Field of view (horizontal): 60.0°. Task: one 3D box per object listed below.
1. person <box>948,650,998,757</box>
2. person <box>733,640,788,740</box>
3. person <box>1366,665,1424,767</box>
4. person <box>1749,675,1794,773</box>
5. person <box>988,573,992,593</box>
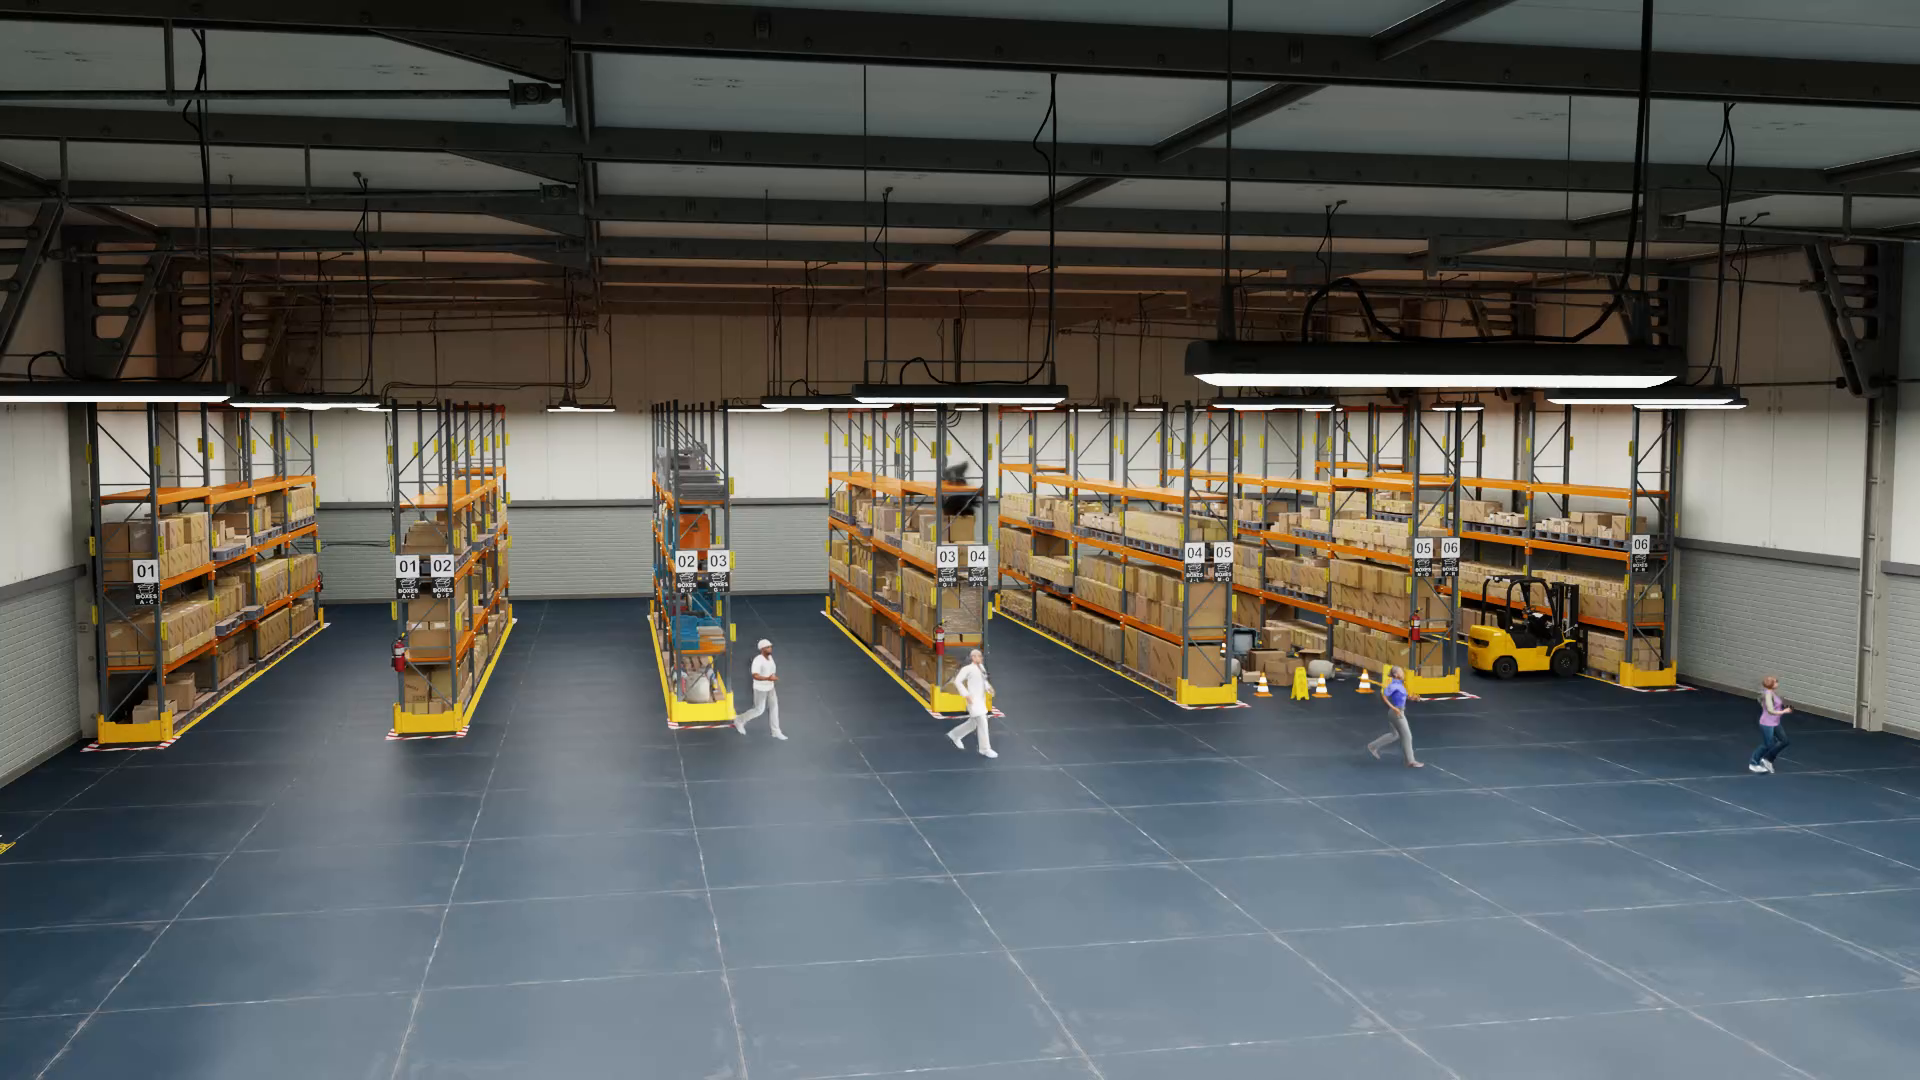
[{"bbox_3d":[0.216,2.733,28.032,0.979,1.793,0.717,2,5,25],"label":"person"},{"bbox_3d":[-3.496,2.632,29.324,0.975,1.773,0.710,2,5,21],"label":"person"},{"bbox_3d":[7.087,2.850,27.033,0.912,1.633,0.583,1,5,17],"label":"person"},{"bbox_3d":[12.881,2.939,26.399,0.632,1.569,0.520,4,6,41],"label":"person"},{"bbox_3d":[0.556,1.449,44.971,0.674,1.808,0.849,-1,4,-12],"label":"person"}]
